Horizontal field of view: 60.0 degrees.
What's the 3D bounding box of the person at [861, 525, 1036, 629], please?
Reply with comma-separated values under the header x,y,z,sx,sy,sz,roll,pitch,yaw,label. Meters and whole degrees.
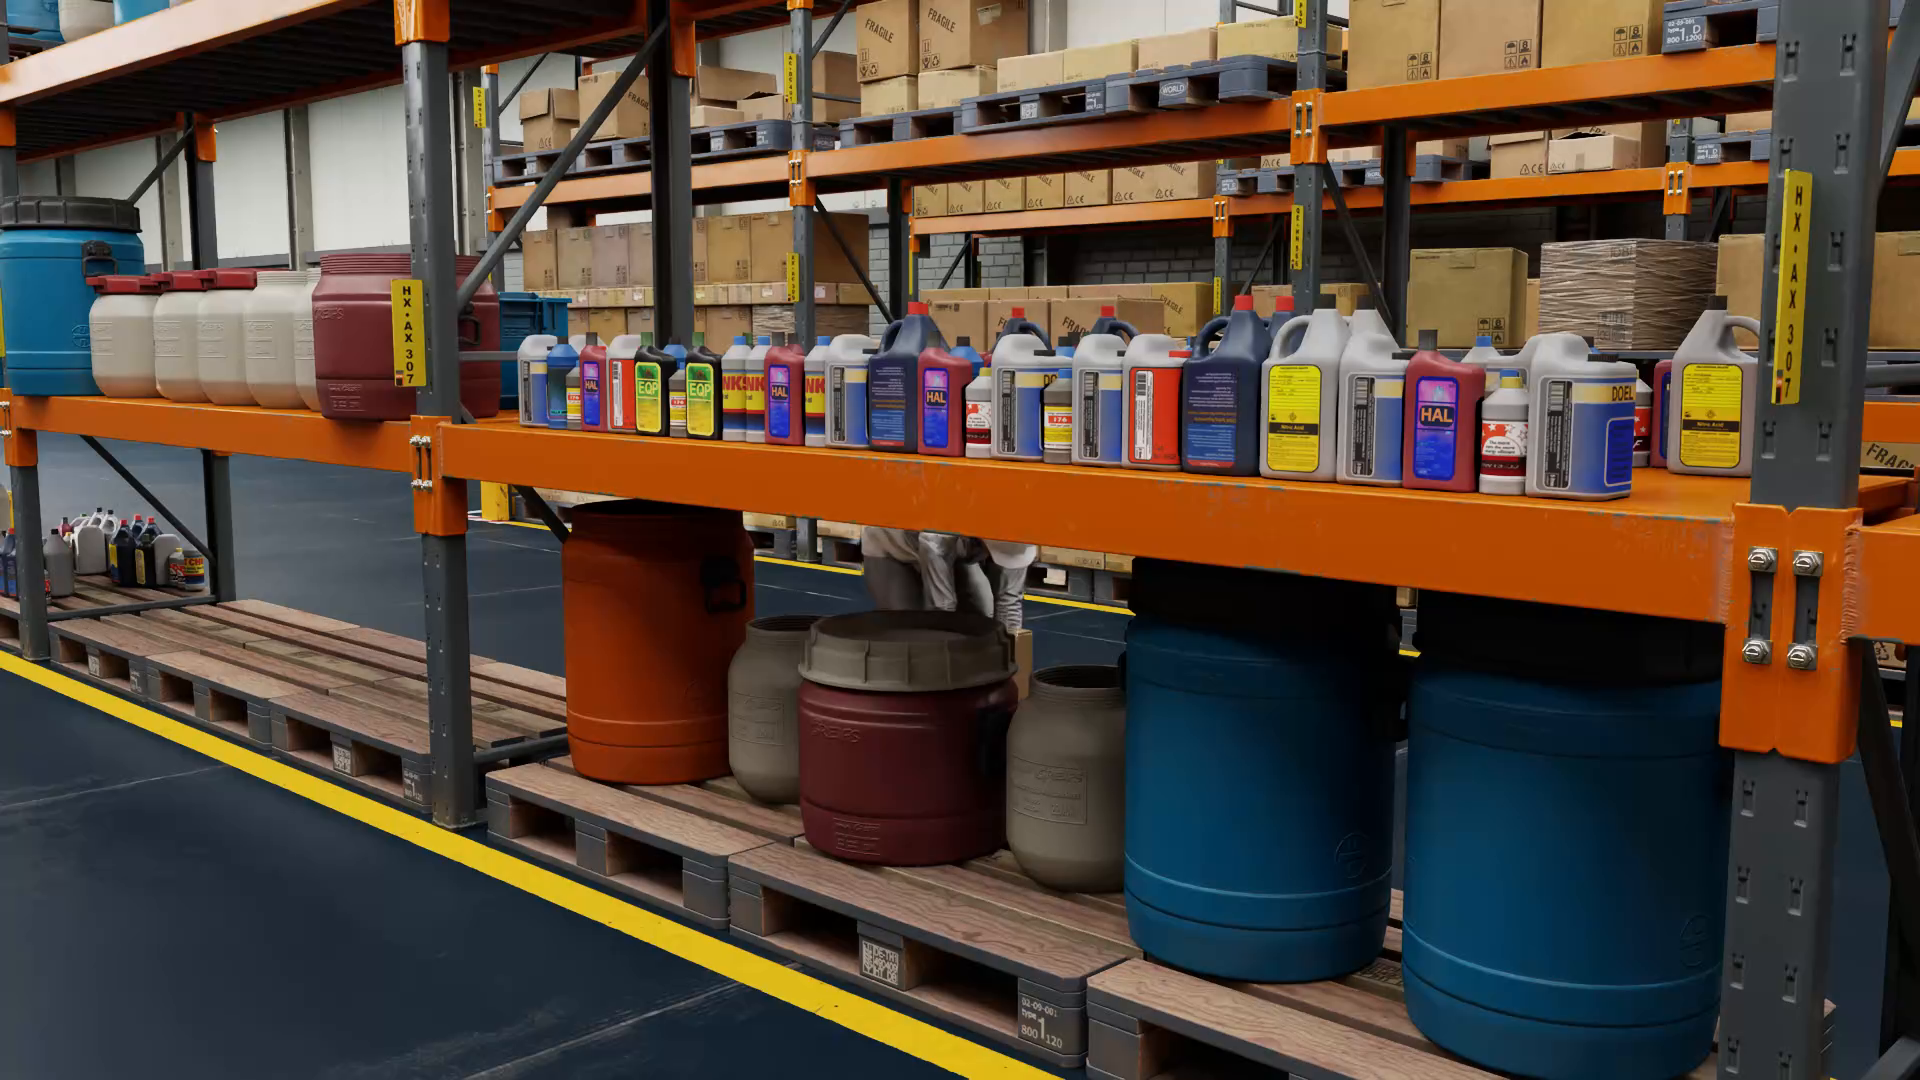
x,y,z,sx,sy,sz,roll,pitch,yaw,label
-0.019,0.289,6.334,0.512,1.032,0.999,-4,8,-27,person
